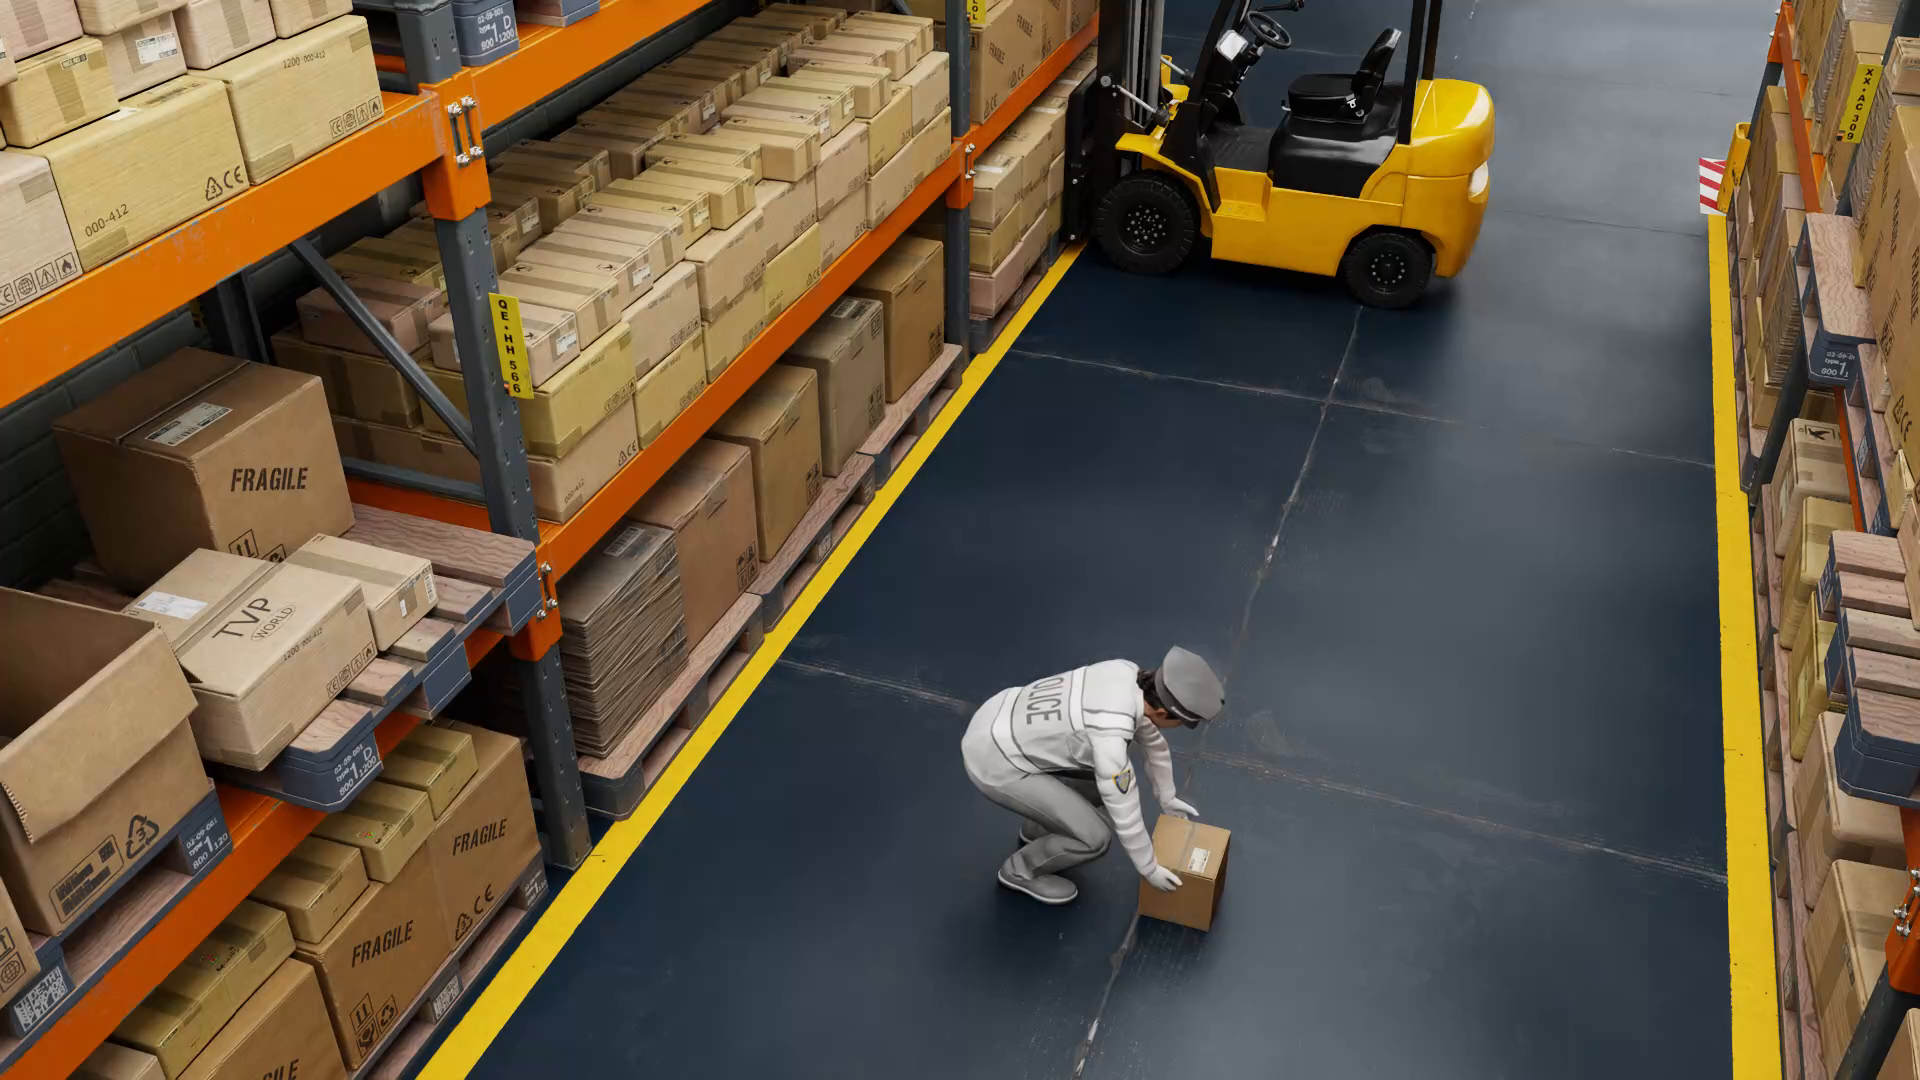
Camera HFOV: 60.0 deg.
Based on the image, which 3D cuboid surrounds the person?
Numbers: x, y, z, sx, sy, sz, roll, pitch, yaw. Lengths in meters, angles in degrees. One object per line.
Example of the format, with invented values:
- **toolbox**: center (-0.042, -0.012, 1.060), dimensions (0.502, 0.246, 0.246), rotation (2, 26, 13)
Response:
- **person**: center (0.440, 0.757, 5.617), dimensions (0.845, 0.984, 0.494), rotation (11, 35, 16)
